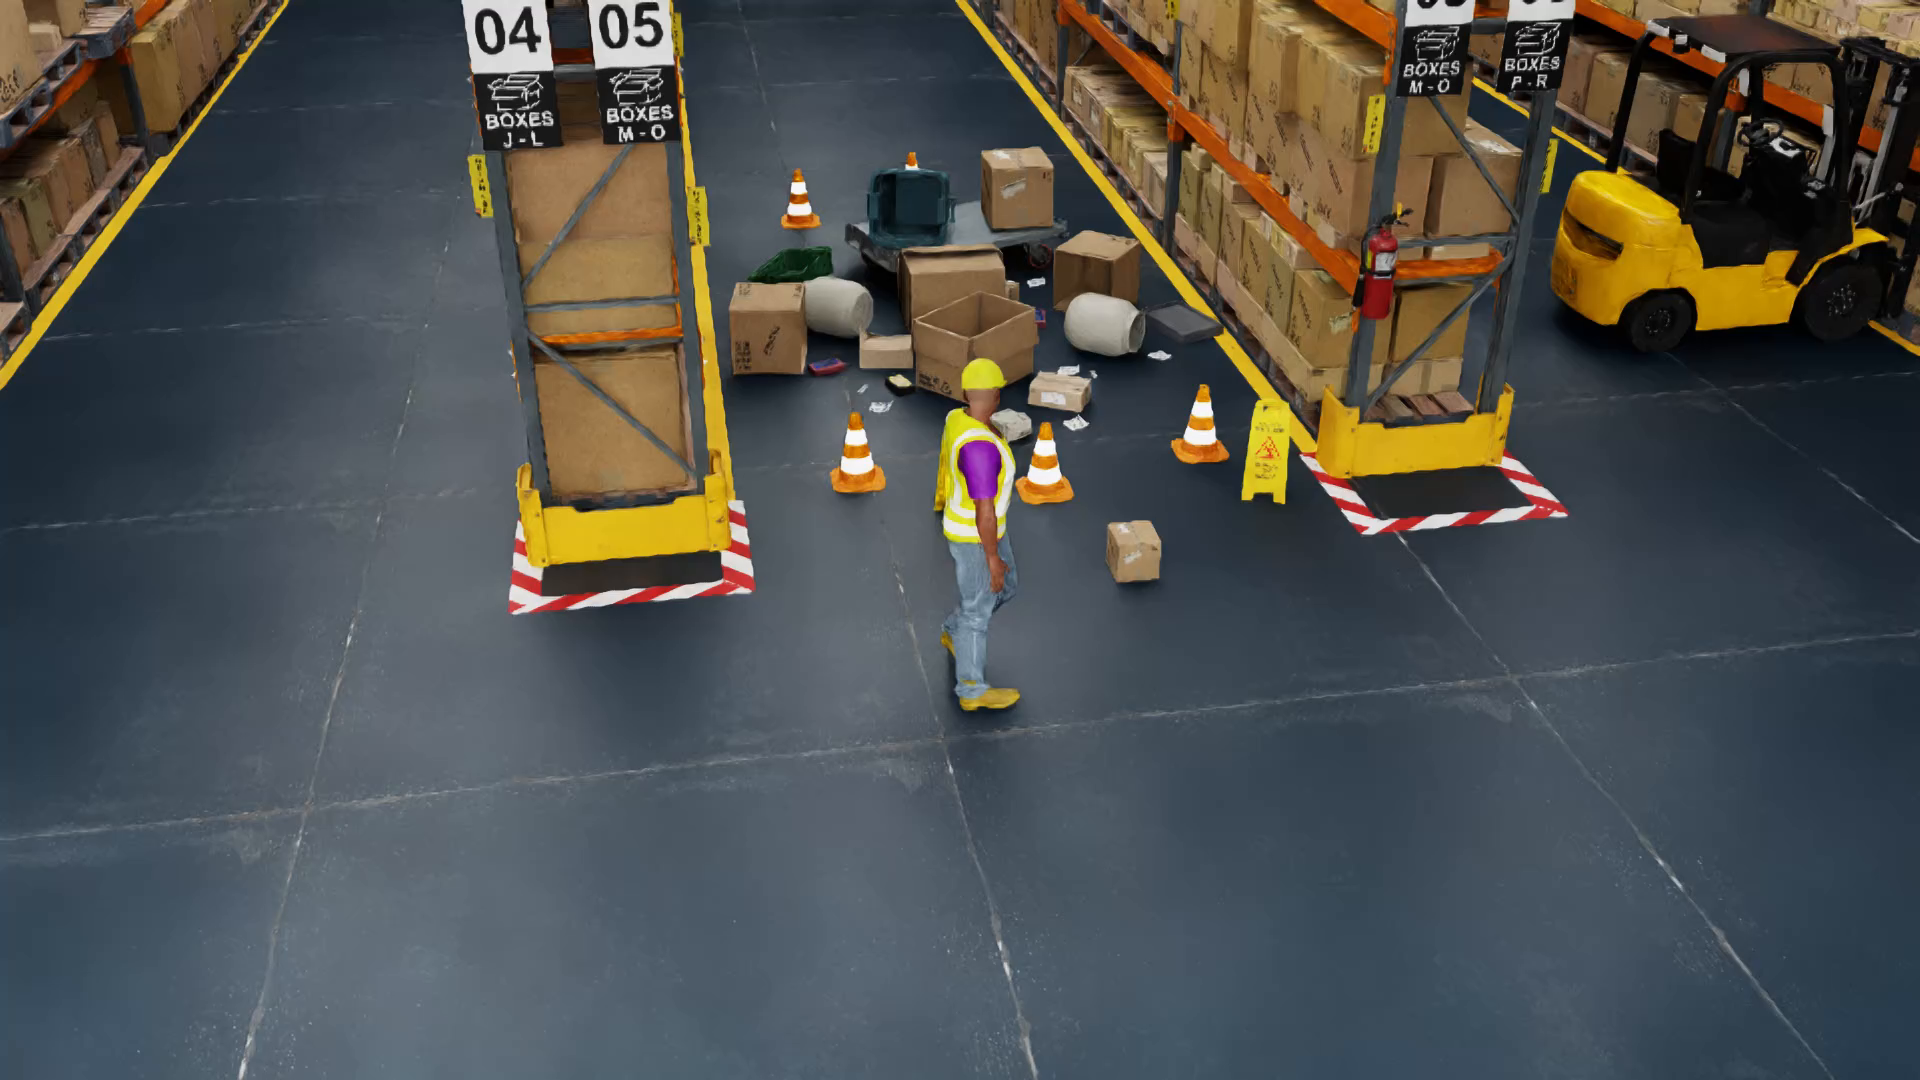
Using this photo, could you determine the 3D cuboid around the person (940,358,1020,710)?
[{"bbox_3d":[0.101,-0.040,8.188,0.430,1.743,0.669,1,31,2],"label":"person"}]
